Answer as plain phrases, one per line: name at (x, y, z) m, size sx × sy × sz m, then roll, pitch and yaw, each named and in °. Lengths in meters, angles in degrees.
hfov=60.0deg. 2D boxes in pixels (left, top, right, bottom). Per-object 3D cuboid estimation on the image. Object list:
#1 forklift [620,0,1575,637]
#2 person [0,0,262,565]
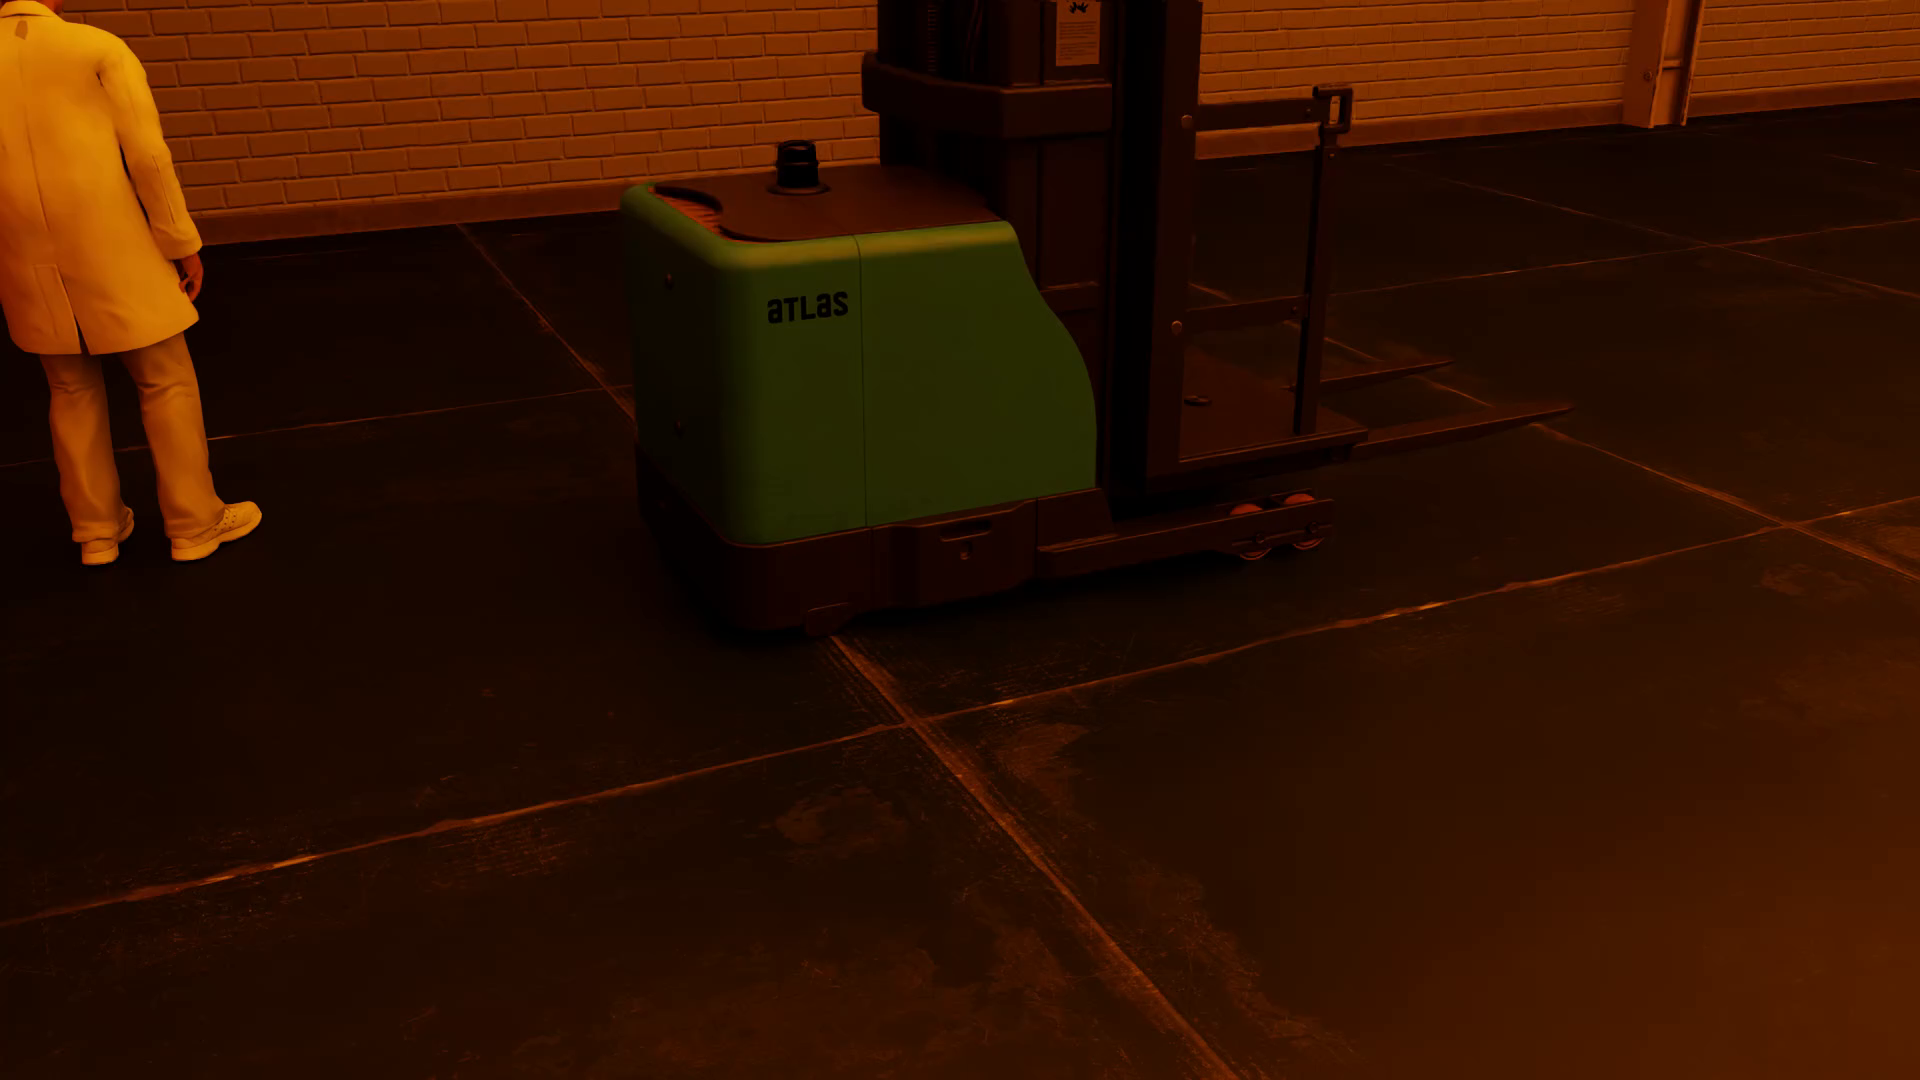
forklift at (0.569, -1.465, 4.812) m, size 3.031 × 2.935 × 1.130 m, roll -10°, pitch 25°, yaw -23°
person at (-2.483, -0.796, 4.713) m, size 0.648 × 1.772 × 0.431 m, roll -2°, pitch 23°, yaw -5°
